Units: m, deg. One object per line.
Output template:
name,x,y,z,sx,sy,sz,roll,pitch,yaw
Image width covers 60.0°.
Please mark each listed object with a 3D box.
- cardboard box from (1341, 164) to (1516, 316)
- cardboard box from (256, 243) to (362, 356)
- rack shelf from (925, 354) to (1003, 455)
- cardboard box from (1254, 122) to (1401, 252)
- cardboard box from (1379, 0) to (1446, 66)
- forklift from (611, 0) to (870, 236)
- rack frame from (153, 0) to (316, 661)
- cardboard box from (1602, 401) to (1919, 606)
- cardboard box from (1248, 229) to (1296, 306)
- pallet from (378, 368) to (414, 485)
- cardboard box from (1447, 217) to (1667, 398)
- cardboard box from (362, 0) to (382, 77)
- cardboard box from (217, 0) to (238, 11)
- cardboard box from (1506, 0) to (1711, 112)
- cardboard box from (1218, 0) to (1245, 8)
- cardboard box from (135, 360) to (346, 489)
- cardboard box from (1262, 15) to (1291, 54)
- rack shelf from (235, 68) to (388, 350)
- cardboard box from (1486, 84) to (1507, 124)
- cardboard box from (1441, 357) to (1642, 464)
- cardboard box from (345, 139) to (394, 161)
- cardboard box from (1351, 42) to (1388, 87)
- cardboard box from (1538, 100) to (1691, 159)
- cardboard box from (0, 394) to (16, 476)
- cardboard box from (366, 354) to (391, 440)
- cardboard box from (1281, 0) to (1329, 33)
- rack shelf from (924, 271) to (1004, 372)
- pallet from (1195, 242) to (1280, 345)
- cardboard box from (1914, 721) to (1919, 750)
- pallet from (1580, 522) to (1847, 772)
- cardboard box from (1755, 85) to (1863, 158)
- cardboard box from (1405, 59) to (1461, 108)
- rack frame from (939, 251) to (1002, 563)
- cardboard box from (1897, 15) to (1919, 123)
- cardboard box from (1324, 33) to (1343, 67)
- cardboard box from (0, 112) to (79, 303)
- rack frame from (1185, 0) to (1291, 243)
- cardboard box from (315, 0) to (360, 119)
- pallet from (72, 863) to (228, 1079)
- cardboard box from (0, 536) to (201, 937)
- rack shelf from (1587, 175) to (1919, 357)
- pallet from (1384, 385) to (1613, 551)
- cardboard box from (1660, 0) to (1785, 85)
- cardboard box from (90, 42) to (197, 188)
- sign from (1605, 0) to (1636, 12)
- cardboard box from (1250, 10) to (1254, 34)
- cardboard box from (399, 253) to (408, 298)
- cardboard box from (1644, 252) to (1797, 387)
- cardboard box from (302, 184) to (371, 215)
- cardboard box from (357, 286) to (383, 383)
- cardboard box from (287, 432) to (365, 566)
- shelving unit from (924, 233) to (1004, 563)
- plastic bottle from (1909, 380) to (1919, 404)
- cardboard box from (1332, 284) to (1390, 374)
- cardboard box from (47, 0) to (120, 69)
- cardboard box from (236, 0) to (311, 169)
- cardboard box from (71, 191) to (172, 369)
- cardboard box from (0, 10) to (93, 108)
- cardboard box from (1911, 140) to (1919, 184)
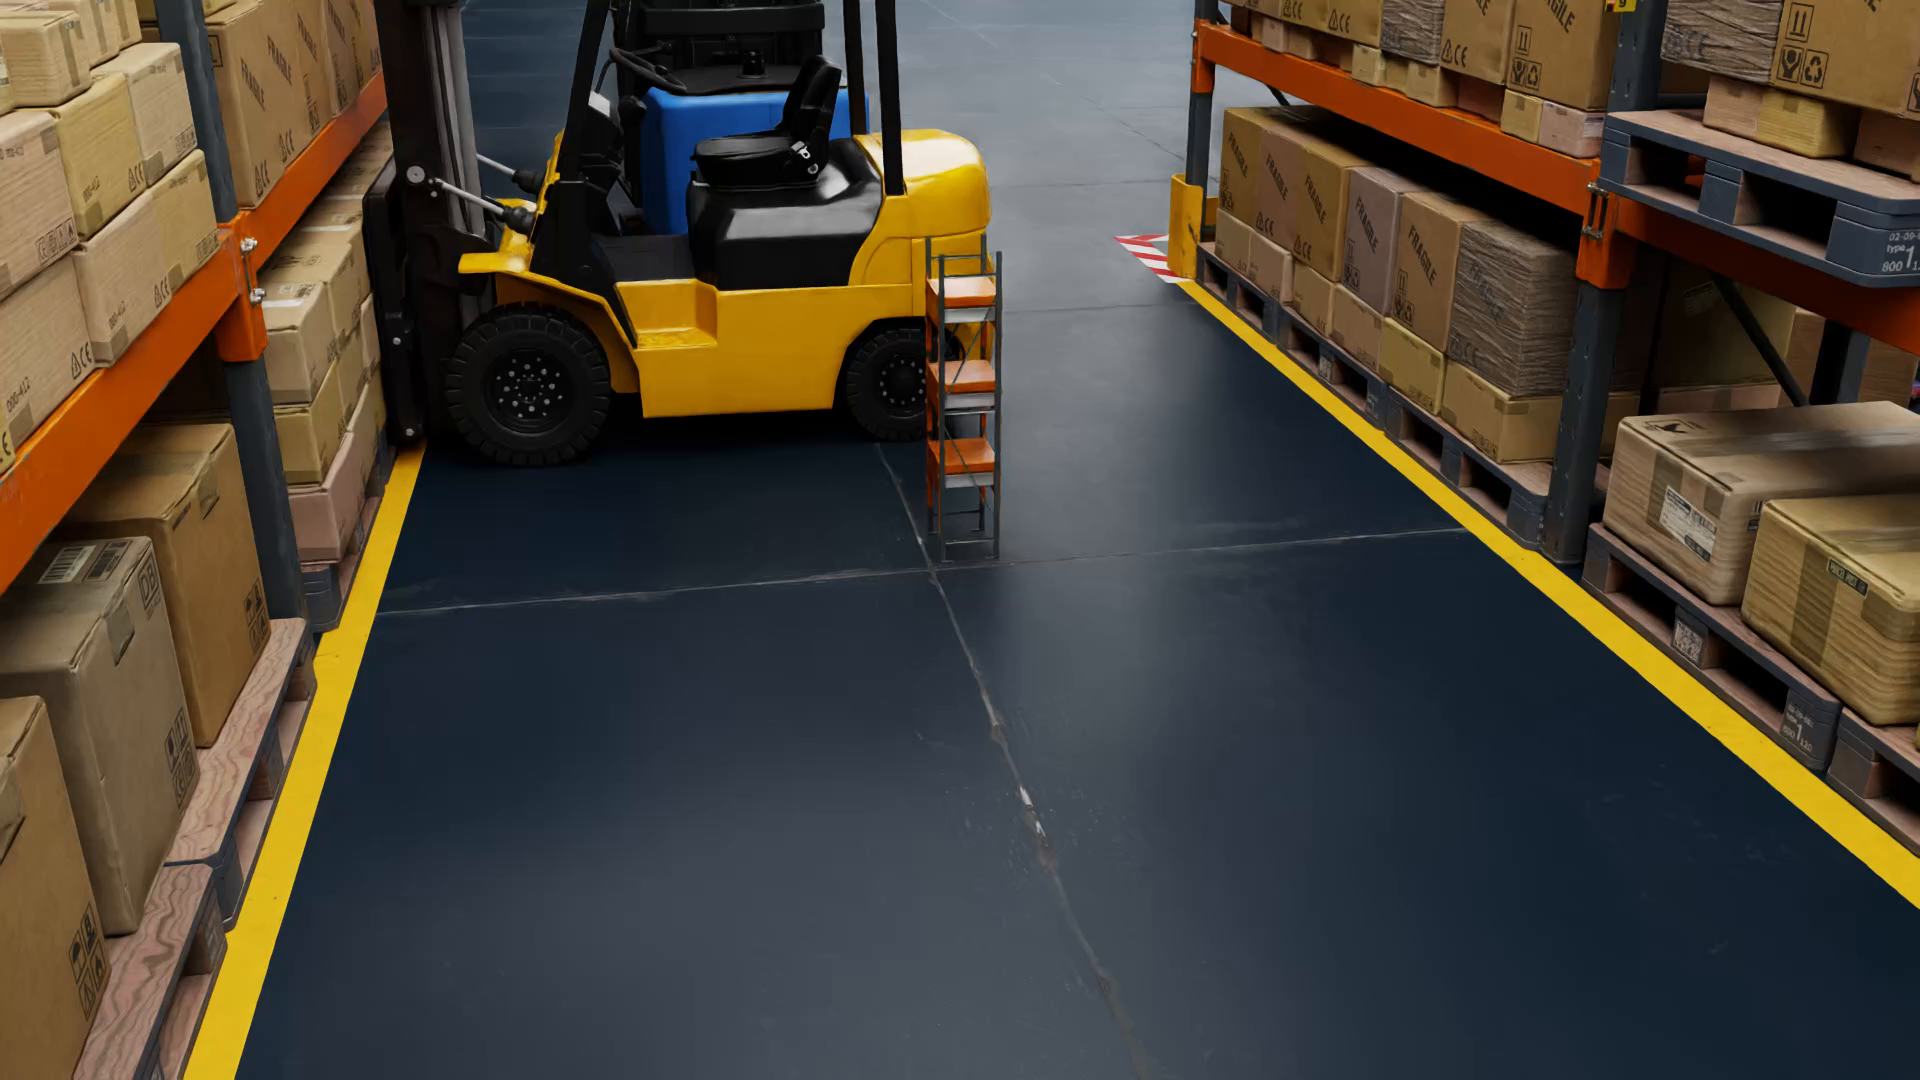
cardboard box,1.905,-1.234,6.802,0.500,0.500,0.500,-3,24,-7
cardboard box,-2.273,-0.782,5.455,0.500,0.250,0.500,-4,24,-10
rack shelf,0.010,-0.450,5.496,0.215,0.259,0.240,-4,24,-10
cardboard box,1.713,-1.642,7.736,0.500,0.500,0.500,-5,24,-12
cardboard box,1.941,-2.089,6.289,0.500,0.500,0.500,-4,24,-8
forklift,-1.362,-3.053,9.079,1.130,2.935,3.031,-7,25,-16
rack frame,-2.408,-0.976,4.237,1.000,3.000,0.127,-4,24,-10
cardboard box,2.569,-0.127,5.052,0.950,0.372,0.625,-4,24,-9
cardboard box,1.694,-1.312,7.916,0.500,0.250,0.500,-3,24,-8
pallet,-2.743,-0.495,6.620,1.003,0.211,1.213,-4,24,-10
cardboard box,2.096,-0.834,5.885,0.500,0.500,0.500,-5,24,-10
cardboard box,-2.712,-2.216,6.952,0.500,0.500,0.500,-4,24,-8
cardboard box,-2.258,-1.566,4.652,0.380,0.149,0.250,-4,24,-9
cardboard box,2.143,-1.683,5.360,0.500,0.500,0.500,-5,24,-11
cardboard box,1.545,-2.894,8.131,0.500,0.500,0.500,-5,24,-11
cardboard box,-2.194,-0.351,5.091,0.500,0.250,0.500,-4,24,-10
cardboard box,1.621,-2.342,7.680,0.380,0.149,0.250,-4,24,-9
rack shelf,-2.778,-1.433,6.182,1.077,0.370,4.000,-4,24,-10
cardboard box,2.086,-1.540,5.842,0.380,0.149,0.250,-4,24,-9
cardboard box,2.096,-0.490,6.035,0.500,0.250,0.500,-3,24,-7
cardboard box,-2.656,-1.582,7.285,0.500,0.250,0.500,-4,24,-9
cardboard box,1.818,-1.934,6.745,0.380,0.149,0.250,-4,24,-9
cardboard box,2.111,-1.334,5.370,0.380,0.149,0.250,-5,24,-10
cardboard box,-1.794,-0.131,2.490,0.500,0.250,0.500,-4,24,-8
cardboard box,-2.391,-0.523,6.110,0.500,0.250,0.500,-4,24,-9
cardboard box,1.739,-2.490,7.206,0.500,0.500,0.500,-5,24,-11
rack shelf,0.010,-0.710,5.382,0.215,0.259,0.240,-4,24,-10
pallet,1.859,-1.288,8.436,1.003,0.211,1.213,-4,24,-10
cardboard box,2.836,0.429,3.779,0.950,0.372,0.625,-4,24,-8
pallet,2.615,0.239,4.939,1.003,0.211,1.213,-4,24,-10
cardboard box,2.299,-1.083,4.270,0.380,0.149,0.250,-4,24,-9
cardboard box,1.920,-1.733,6.284,0.380,0.149,0.250,-5,24,-11
rack frame,0.032,-0.412,5.382,0.200,1.050,0.008,-4,24,-10
cardboard box,2.446,-1.121,3.549,0.500,0.500,0.500,-4,24,-10
cardboard box,1.810,-2.144,7.224,0.380,0.149,0.250,-3,24,-8
cardboard box,-1.875,-0.559,2.845,0.500,0.250,0.500,-4,24,-9
rack frame,1.730,-2.918,8.684,1.000,3.000,0.127,-4,24,-10
cardboard box,-2.513,-1.818,6.040,0.500,0.500,0.500,-4,24,-9
pallet,-2.004,1.069,3.037,1.003,0.211,1.213,-4,24,-10
cardboard box,-2.164,0.430,3.460,0.875,0.625,0.625,-5,24,-10
rack shelf,2.839,-0.229,3.425,1.077,0.370,4.000,-4,24,-10
pallet,2.311,-0.329,6.239,1.003,0.211,1.213,-4,24,-10
cardboard box,2.274,-1.514,4.447,0.500,0.500,0.500,-4,24,-8
cardboard box,-2.066,-0.962,3.768,0.500,0.250,0.500,-5,24,-11
sign,1.938,-1.699,4.810,0.100,0.325,0.005,-4,24,-10
cardboard box,1.650,-2.556,8.168,0.380,0.149,0.250,-4,24,-9
cardboard box,-2.552,-1.143,6.906,0.500,0.250,0.500,-5,24,-11
cardboard box,2.626,-0.873,5.975,0.500,0.500,0.500,-3,24,-7
cardboard box,-2.466,-1.184,6.375,0.500,0.250,0.500,-5,24,-11
cardboard box,-2.371,-0.747,5.999,0.500,0.250,0.500,-5,24,-10
cardboard box,-2.172,-0.123,5.195,0.500,0.250,0.500,-4,24,-9
shelving unit,0.010,-0.460,5.492,0.215,1.050,0.252,-4,24,-10
plastic bottle,4.074,-0.645,7.150,0.133,0.061,0.283,0,24,-1
cardboard box,1.898,-0.899,6.972,0.500,0.250,0.500,-4,24,-9
cardboard box,-2.061,-1.101,3.588,0.380,0.149,0.250,-5,24,-11
cardboard box,-2.346,-1.419,5.127,0.500,0.500,0.500,-4,24,-9
cardboard box,-1.959,-0.531,3.406,0.500,0.250,0.500,-4,24,-10
cardboard box,-1.888,-0.907,3.144,0.380,0.149,0.250,-5,24,-11
cardboard box,2.433,-0.873,3.789,0.380,0.149,0.250,-4,24,-9
